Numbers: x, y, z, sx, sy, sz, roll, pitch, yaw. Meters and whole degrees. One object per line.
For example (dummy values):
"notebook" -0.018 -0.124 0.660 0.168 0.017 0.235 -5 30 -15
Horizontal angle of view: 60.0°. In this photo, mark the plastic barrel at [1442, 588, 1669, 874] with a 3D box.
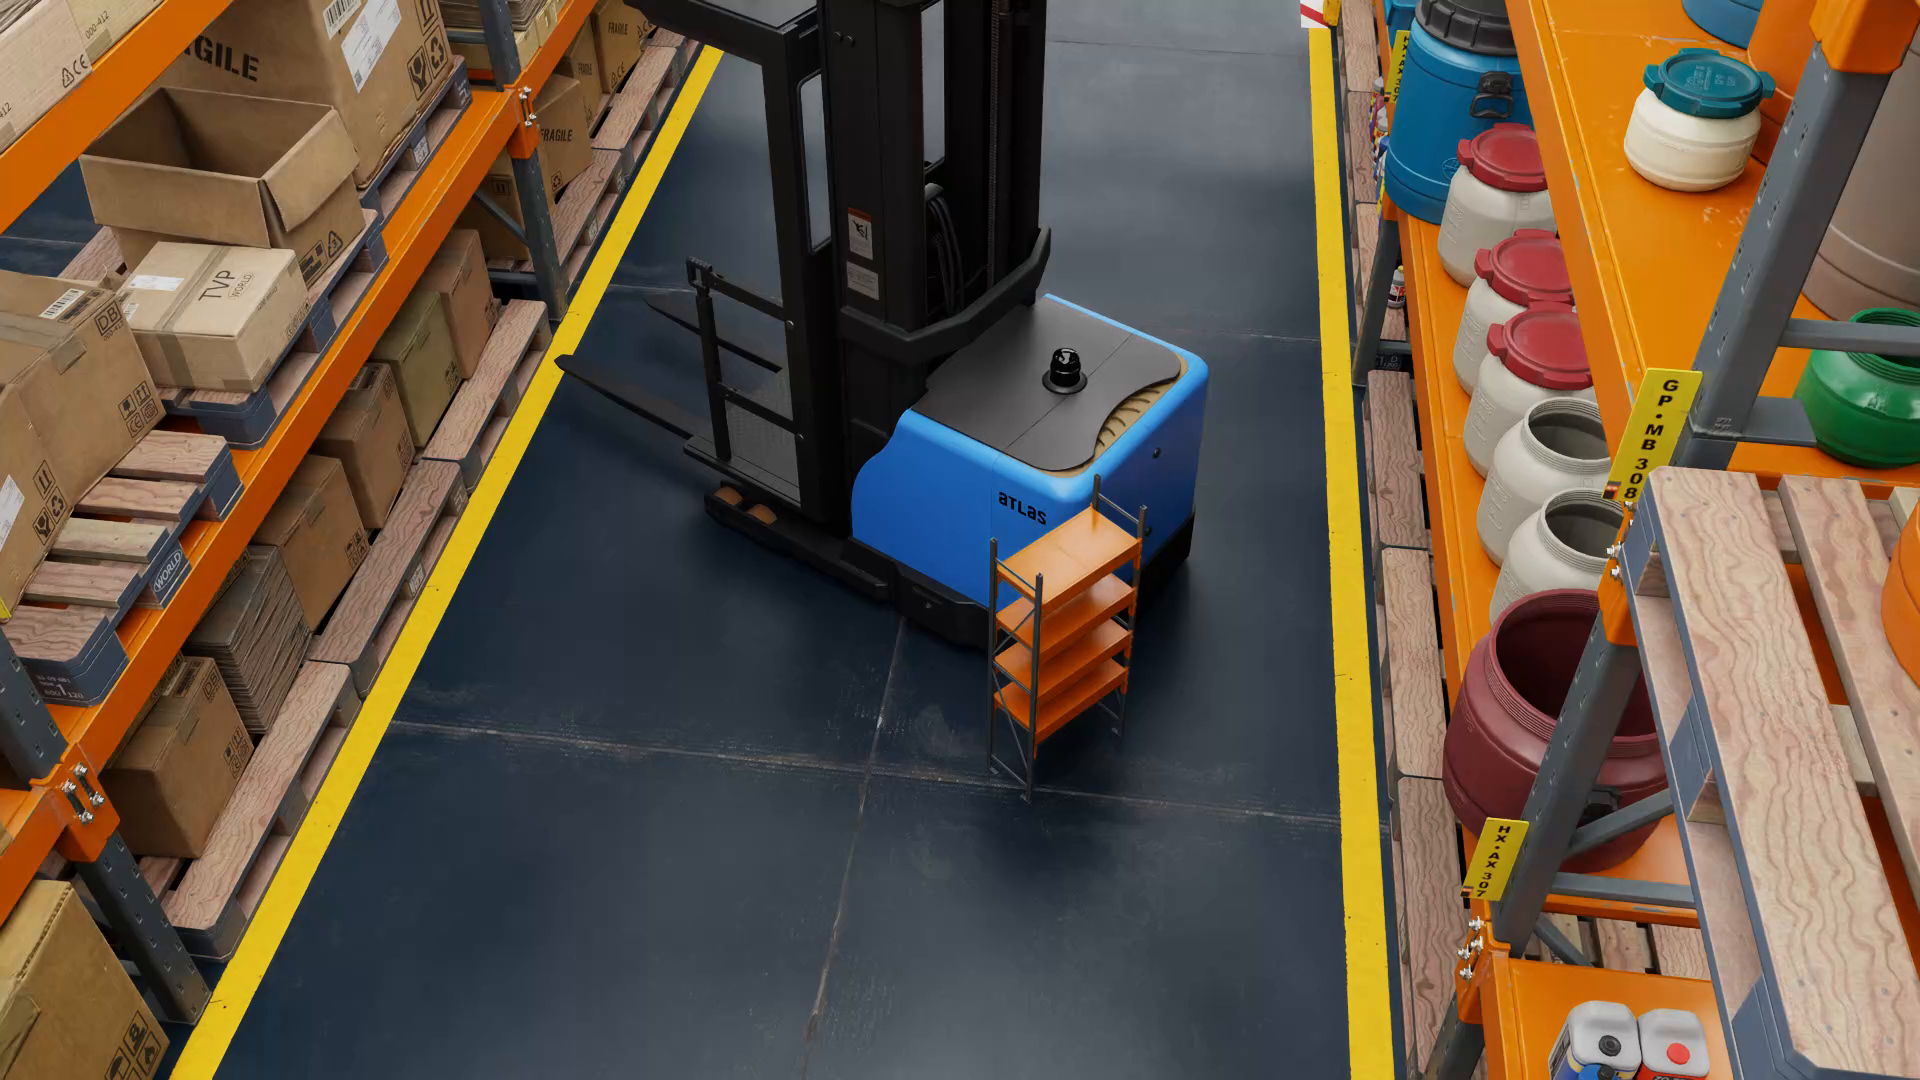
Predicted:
"plastic barrel" 1.633 0.507 4.456 0.600 0.536 0.708 5 44 6

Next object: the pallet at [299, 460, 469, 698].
"pallet" -2.769 0.101 7.012 1.003 0.211 1.213 5 44 6

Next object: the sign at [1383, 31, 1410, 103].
"sign" 1.857 -1.984 6.984 0.100 0.325 0.005 5 44 6

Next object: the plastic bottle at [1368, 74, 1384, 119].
"plastic bottle" 2.381 -2.514 9.410 0.097 0.271 0.097 0 43 0

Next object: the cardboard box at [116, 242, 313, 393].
"cardboard box" -2.588 -0.769 5.707 0.500 0.250 0.500 4 44 4

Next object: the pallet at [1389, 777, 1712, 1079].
"pallet" 2.013 1.388 5.652 1.003 0.211 1.213 5 44 6

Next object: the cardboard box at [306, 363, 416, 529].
"cardboard box" -2.767 -0.407 7.018 0.700 0.500 0.500 2 43 2

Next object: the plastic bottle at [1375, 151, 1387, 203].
"plastic bottle" 2.293 -1.923 8.782 0.152 0.276 0.135 6 44 6

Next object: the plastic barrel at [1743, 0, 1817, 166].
"plastic barrel" 2.282 -1.331 4.002 0.600 0.830 0.708 5 44 6

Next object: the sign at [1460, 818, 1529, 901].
"sign" 1.325 0.796 4.131 0.100 0.325 0.005 5 44 6

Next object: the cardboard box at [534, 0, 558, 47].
"cardboard box" -2.136 -2.473 7.885 0.380 0.149 0.250 5 44 6

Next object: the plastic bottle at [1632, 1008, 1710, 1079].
"plastic bottle" 1.645 1.225 3.887 0.152 0.276 0.135 5 44 6

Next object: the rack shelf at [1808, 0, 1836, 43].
"rack shelf" 2.136 -2.235 3.901 1.077 0.370 4.000 5 44 6

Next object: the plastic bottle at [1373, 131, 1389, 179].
"plastic bottle" 2.295 -2.074 8.945 0.097 0.271 0.097 0 43 0

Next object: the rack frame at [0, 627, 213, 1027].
"rack frame" -3.038 0.450 4.615 1.000 3.000 0.127 5 44 6

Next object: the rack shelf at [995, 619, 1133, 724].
"rack shelf" 0.368 0.429 6.045 0.480 0.148 0.258 -32 52 -29

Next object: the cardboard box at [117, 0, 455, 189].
"cardboard box" -2.753 -2.118 6.585 1.000 1.000 1.000 6 44 6

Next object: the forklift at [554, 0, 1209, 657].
"forklift" -0.502 -1.319 6.533 3.031 2.935 1.130 27 50 25

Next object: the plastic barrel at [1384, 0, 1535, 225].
"plastic barrel" 2.049 -1.772 6.597 0.600 0.901 0.708 5 44 6

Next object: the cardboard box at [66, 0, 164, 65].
"cardboard box" -2.597 -1.583 4.690 0.500 0.250 0.500 6 44 6

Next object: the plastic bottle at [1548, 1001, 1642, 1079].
"plastic bottle" 1.494 1.211 3.902 0.152 0.276 0.135 5 44 6

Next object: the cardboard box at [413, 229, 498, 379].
"cardboard box" -2.611 -1.112 7.763 0.700 0.500 0.500 2 43 2

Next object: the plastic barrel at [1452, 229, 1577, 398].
"plastic barrel" 1.960 -0.743 5.776 0.433 0.535 0.433 0 43 0

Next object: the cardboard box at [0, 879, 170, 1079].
"cardboard box" -3.150 1.538 4.707 1.225 0.875 0.875 3 44 4

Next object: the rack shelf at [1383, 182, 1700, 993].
"rack shelf" 2.136 -0.201 5.827 1.077 0.370 4.000 5 44 6

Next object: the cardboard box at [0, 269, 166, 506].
"cardboard box" -3.031 -0.500 5.240 0.700 0.500 0.500 11 45 12

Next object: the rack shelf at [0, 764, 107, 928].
"rack shelf" -3.302 2.074 3.423 1.077 0.370 4.000 5 44 6

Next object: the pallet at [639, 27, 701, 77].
"pallet" -2.133 -3.387 10.696 1.003 0.211 1.213 5 44 6

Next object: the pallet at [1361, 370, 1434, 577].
"pallet" 2.335 -0.274 7.409 1.003 0.211 1.213 5 44 6

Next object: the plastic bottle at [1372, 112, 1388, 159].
"plastic bottle" 2.322 -2.212 9.091 0.097 0.271 0.097 0 43 0

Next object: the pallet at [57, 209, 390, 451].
"pallet" -2.817 -0.833 6.110 1.003 0.211 1.213 5 44 6

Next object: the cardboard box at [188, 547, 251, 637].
"cardboard box" -2.919 0.104 5.933 0.500 0.250 0.500 10 44 10

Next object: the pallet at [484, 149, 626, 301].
"pallet" -2.455 -1.724 8.940 1.003 0.211 1.213 5 44 6

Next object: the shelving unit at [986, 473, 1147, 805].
"shelving unit" 0.368 0.380 5.999 0.503 1.200 0.258 -32 52 -29

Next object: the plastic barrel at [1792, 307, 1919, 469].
"plastic barrel" 1.854 -0.305 3.344 0.294 0.245 0.294 0 43 0

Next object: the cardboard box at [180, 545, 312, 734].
"cardboard box" -2.908 0.360 6.208 0.700 0.500 0.500 2 43 2

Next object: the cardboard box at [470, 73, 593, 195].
"cardboard box" -2.348 -2.181 8.906 0.500 0.500 0.500 19 46 19

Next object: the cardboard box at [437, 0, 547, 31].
"cardboard box" -2.388 -2.721 7.676 0.875 0.500 0.500 5 44 6

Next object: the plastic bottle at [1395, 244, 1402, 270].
"plastic bottle" 2.137 -1.357 8.179 0.061 0.283 0.133 7 44 8

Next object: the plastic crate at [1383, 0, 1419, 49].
"plastic crate" 2.278 -2.551 7.892 0.499 0.251 0.616 5 44 6

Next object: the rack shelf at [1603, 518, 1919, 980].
"rack shelf" 1.607 1.435 1.916 1.077 0.370 4.000 5 44 6

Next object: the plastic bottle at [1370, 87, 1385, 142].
"plastic bottle" 2.333 -2.365 9.244 0.061 0.283 0.133 6 44 6

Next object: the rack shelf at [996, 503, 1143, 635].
"rack shelf" 0.368 0.094 5.728 0.480 0.148 0.258 -32 52 -29

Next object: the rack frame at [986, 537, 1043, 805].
"rack frame" 0.186 0.491 5.881 0.015 1.200 0.240 -32 52 -29

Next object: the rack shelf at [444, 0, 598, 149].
"rack shelf" -2.245 -3.378 9.181 1.077 0.370 4.000 5 44 6

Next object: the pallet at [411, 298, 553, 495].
"pallet" -2.610 -0.733 7.892 1.003 0.211 1.213 5 44 6

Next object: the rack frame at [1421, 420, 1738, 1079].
"rack frame" 1.872 0.900 4.140 1.000 3.000 0.127 5 44 6

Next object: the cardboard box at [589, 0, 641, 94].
"cardboard box" -2.226 -2.987 9.758 0.500 0.500 0.500 9 44 9

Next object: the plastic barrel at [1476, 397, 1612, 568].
"plastic barrel" 1.852 -0.148 5.165 0.421 0.512 0.421 0 43 0

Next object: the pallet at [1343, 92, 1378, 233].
"pallet" 2.689 -2.101 9.337 1.003 0.211 1.213 5 44 6

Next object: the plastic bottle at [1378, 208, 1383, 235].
"plastic bottle" 2.206 -1.710 8.552 0.061 0.283 0.133 8 44 8
